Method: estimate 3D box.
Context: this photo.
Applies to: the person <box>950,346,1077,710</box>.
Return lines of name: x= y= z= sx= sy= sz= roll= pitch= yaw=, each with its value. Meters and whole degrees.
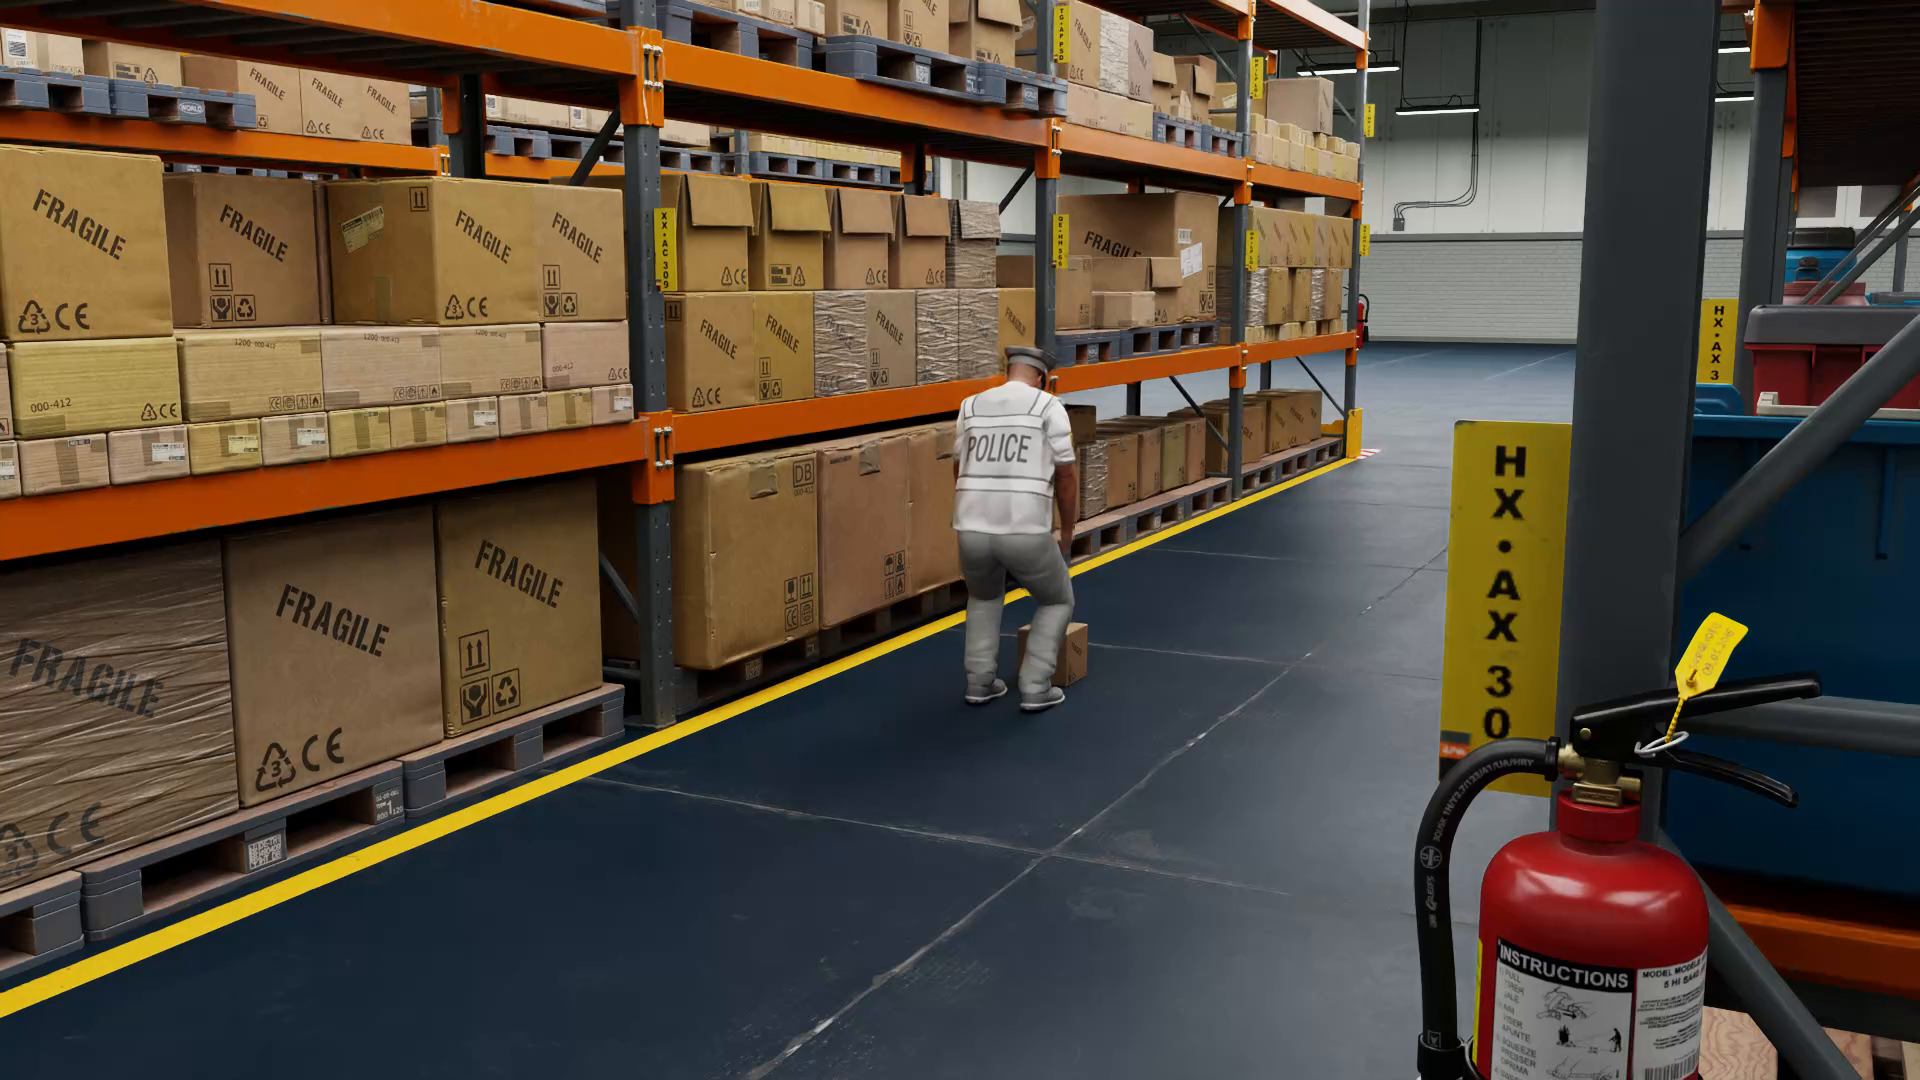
person: x=0.219 y=-0.058 z=7.326 sx=0.584 sy=1.572 sz=0.682 roll=4 pitch=10 yaw=26
